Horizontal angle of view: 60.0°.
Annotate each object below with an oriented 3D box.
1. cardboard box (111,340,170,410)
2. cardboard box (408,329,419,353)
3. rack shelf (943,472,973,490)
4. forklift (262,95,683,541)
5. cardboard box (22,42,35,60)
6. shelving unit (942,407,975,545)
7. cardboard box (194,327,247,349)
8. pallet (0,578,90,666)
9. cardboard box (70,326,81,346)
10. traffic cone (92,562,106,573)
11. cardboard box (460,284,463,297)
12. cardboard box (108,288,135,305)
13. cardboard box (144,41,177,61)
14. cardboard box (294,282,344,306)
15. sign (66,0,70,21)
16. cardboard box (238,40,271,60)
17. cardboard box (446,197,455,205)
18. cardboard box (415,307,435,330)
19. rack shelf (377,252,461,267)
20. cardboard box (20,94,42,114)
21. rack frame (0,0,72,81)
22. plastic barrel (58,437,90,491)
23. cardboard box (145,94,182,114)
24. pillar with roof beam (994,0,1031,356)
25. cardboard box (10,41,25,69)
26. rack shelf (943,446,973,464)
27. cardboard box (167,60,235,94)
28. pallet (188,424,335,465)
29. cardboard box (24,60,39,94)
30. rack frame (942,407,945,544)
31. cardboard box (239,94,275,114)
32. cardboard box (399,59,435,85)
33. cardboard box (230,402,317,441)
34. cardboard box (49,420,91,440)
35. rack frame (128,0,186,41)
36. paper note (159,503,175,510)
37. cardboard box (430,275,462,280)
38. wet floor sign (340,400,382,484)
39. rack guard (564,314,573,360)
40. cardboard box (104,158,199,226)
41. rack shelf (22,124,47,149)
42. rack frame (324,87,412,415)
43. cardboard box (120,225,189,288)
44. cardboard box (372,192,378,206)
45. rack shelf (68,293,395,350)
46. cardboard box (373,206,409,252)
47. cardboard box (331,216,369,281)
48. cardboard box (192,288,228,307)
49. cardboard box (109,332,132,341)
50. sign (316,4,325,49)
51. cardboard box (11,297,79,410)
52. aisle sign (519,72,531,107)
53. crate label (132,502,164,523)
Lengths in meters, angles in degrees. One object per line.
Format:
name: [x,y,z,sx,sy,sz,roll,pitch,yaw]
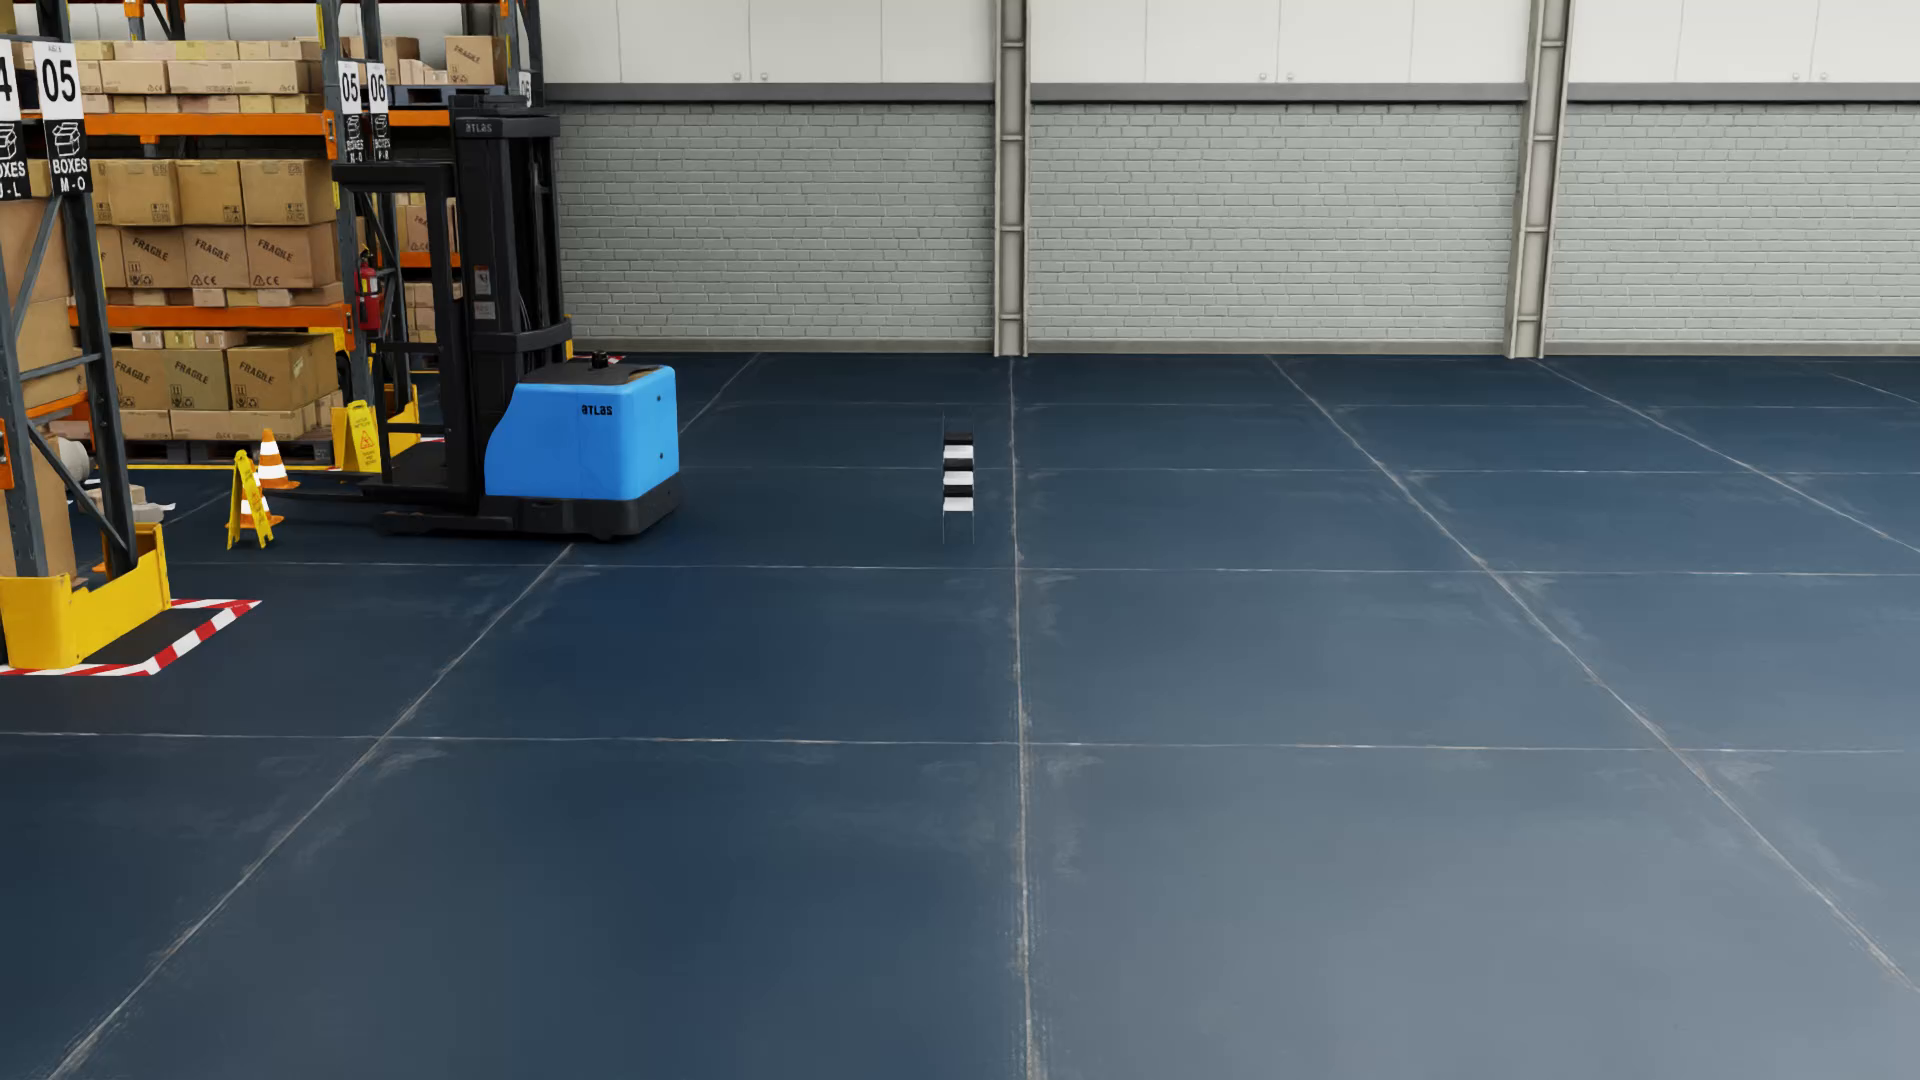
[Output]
cardboard box: [-6.683,-1.364,13.729,0.500,0.500,0.500,0,15,0]
cardboard box: [-6.201,-2.255,18.574,0.500,0.250,0.500,1,15,2]
rack shelf: [-0.008,-0.403,11.234,0.200,0.077,0.258,0,15,1]
forklift: [-3.580,-1.571,11.549,3.031,2.935,1.130,2,15,9]
cardboard box: [-7.238,-3.843,13.074,0.250,0.149,0.380,0,15,1]
shelving unit: [-0.008,-0.435,11.225,0.210,0.900,0.258,0,15,1]
cardboard box: [-6.026,-1.656,13.561,0.250,0.149,0.380,1,15,3]
pallet: [-5.676,0.444,9.243,1.213,0.211,1.003,0,15,1]
cardboard box: [-7.359,-1.665,13.597,0.250,0.149,0.380,1,15,5]
traffic cone: [-5.369,-0.058,10.653,0.334,0.463,0.336,0,15,1]
cardboard box: [-5.195,-2.728,18.408,0.500,0.250,0.500,1,15,3]
cardboard box: [-6.756,-2.023,13.622,0.250,0.149,0.380,0,15,1]
cardboard box: [-6.204,-3.850,13.102,0.250,0.149,0.380,0,15,1]
cardboard box: [-5.229,-2.008,13.565,0.250,0.149,0.380,1,15,3]
sign: [-4.855,-2.972,8.975,0.005,0.325,0.100,0,15,1]
cardboard box: [-5.452,-3.835,13.045,0.250,0.149,0.380,1,15,2]
cardboard box: [-5.594,-3.752,18.214,0.250,0.149,0.380,1,15,2]
cardboard box: [-5.722,-2.493,18.494,0.500,0.250,0.500,0,15,1]
rack shelf: [-6.726,-3.113,18.670,4.000,0.370,1.077,0,15,1]
cardboard box: [-7.256,-3.442,13.117,0.250,0.149,0.380,0,15,0]
rack frame: [-4.875,-3.820,8.178,0.127,3.000,1.000,0,15,1]
plastic barrel: [-6.953,-0.564,12.647,0.421,0.421,0.512,13,19,40]
cardboard box: [-6.229,-3.454,13.163,0.250,0.149,0.380,0,15,1]
pillar with roof beam: [0.489,-5.446,14.342,0.400,9.000,9.100,0,15,1]
cardboard box: [-5.209,-2.583,8.845,0.250,0.149,0.380,0,15,2]
rack shelf: [-0.008,-0.577,11.188,0.200,0.077,0.258,0,15,1]
cardboard box: [-5.870,-3.645,13.108,0.500,0.250,0.500,0,15,1]
pallet: [-5.736,-0.848,14.142,1.213,0.211,1.003,0,15,1]
cardboard box: [-7.399,-3.649,13.124,0.500,0.250,0.500,1,15,2]
rack frame: [-0.110,-0.436,11.228,0.006,0.900,0.240,0,15,1]
cardboard box: [-5.463,-3.435,13.093,0.250,0.149,0.380,0,15,2]
cardboard box: [-5.816,-5.014,17.830,0.258,0.266,0.396,0,15,2]
cardboard box: [-5.688,-0.992,13.788,0.500,0.250,0.500,0,15,1]
cardboard box: [-7.201,-1.006,13.838,0.500,0.250,0.500,0,15,1]
rack frame: [-8.725,-6.375,17.862,0.127,3.000,1.000,0,15,1]
paper note: [-5.845,-0.245,12.208,0.142,0.019,0.148,-5,16,-18]
cardboard box: [-5.701,-2.859,18.902,0.500,0.250,0.500,0,15,2]
wet floor sign: [-4.687,-0.770,12.992,0.232,0.644,0.267,6,16,21]
rack guard: [-4.702,-2.239,18.847,0.348,0.500,1.175,0,15,1]
cardboard box: [-6.384,-2.788,13.287,0.500,0.500,0.700,0,15,1]
rack shelf: [-6.874,-2.035,8.702,4.000,0.370,1.077,0,15,1]
rack frame: [-4.849,-2.182,13.730,0.127,3.000,1.000,0,15,1]
cardboard box: [-6.399,-2.316,13.459,0.500,0.500,0.500,0,15,1]
cardboard box: [-6.363,-3.743,18.179,0.250,0.149,0.380,0,15,2]
rack shelf: [-6.849,-1.847,13.872,4.000,0.370,1.077,0,15,1]
cardboard box: [-6.256,-3.441,18.308,0.500,0.500,0.500,0,15,0]
cardboard box: [-5.316,-2.448,13.959,0.500,0.500,0.500,0,15,1]
cardboard box: [-5.999,-1.983,13.468,0.250,0.149,0.380,1,15,2]
cardboard box: [-7.231,-1.503,14.253,0.500,0.500,0.500,1,15,4]
sign: [-4.883,-3.919,12.699,0.005,0.325,0.100,0,15,1]
cardboard box: [-5.247,-0.982,8.889,0.550,0.550,0.875,0,15,1]
aisle sign: [-4.668,-4.630,17.911,0.004,0.787,0.394,0,15,1]
crate label: [-5.788,-0.176,11.737,0.298,0.136,0.250,-8,17,-28]
